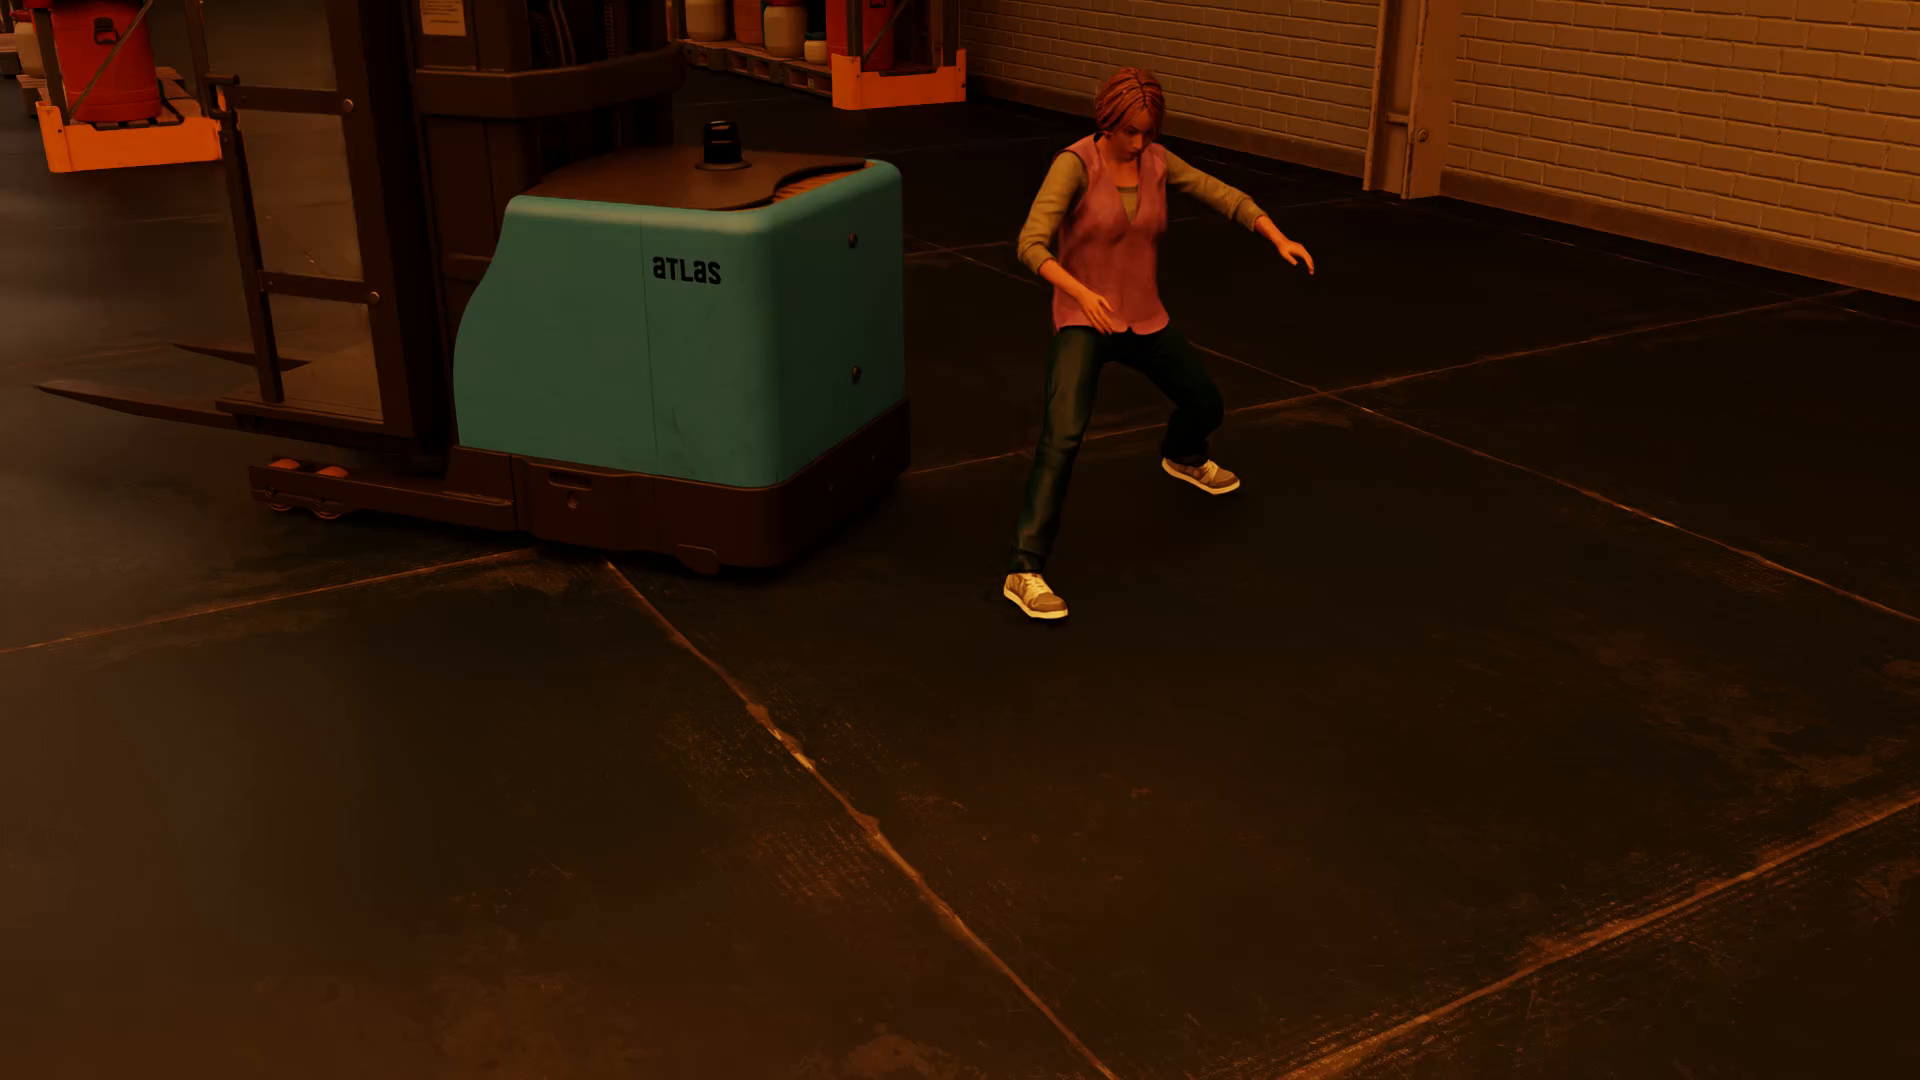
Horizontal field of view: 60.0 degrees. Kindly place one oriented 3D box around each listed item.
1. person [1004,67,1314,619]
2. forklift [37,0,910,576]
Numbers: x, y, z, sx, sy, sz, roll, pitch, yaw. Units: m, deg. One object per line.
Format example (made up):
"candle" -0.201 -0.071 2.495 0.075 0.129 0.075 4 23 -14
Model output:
"person" 0.534 -0.627 4.817 1.084 1.390 0.862 -10 24 -23
"forklift" -1.734 -1.596 5.163 3.031 2.935 1.130 9 24 20
